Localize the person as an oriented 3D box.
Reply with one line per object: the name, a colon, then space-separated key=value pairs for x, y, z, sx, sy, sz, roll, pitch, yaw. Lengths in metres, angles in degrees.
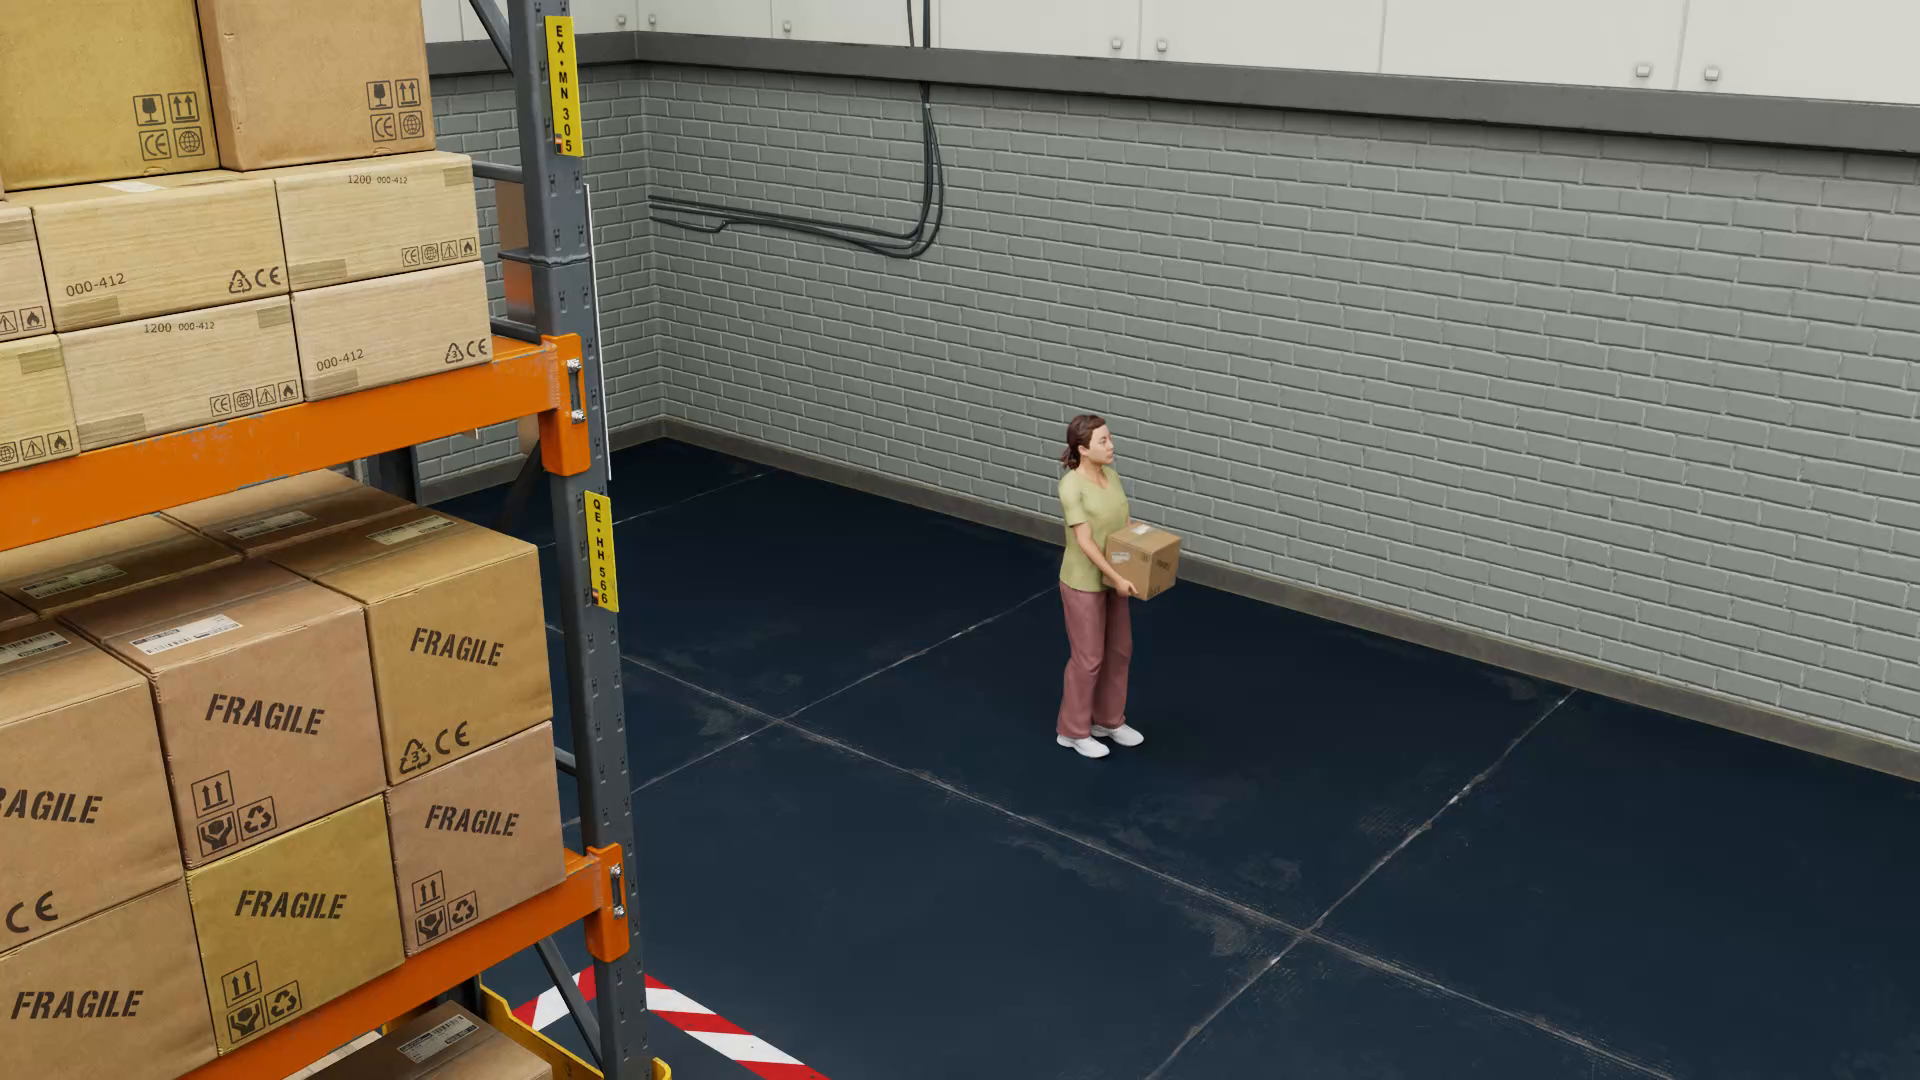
person: x=0.700 y=0.226 z=7.981 sx=0.551 sy=1.663 sz=0.428 roll=16 pitch=26 yaw=37
